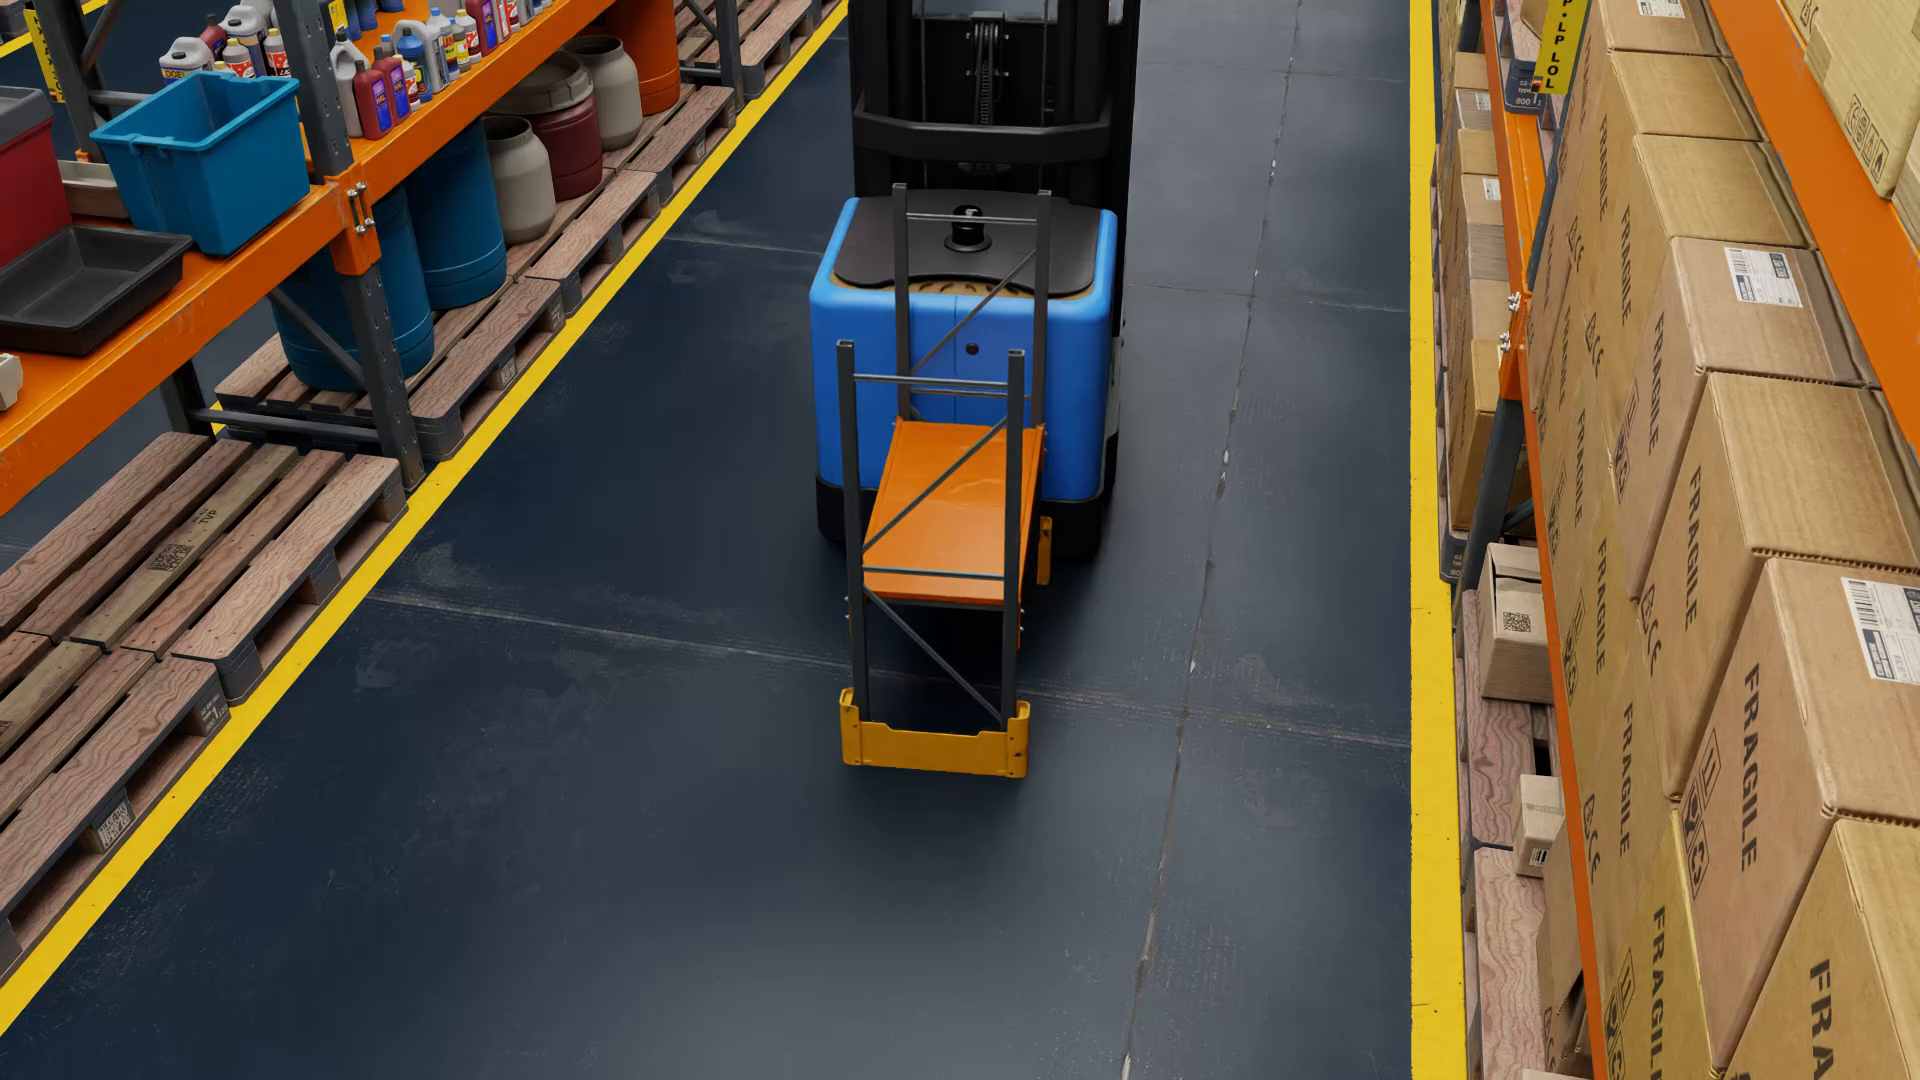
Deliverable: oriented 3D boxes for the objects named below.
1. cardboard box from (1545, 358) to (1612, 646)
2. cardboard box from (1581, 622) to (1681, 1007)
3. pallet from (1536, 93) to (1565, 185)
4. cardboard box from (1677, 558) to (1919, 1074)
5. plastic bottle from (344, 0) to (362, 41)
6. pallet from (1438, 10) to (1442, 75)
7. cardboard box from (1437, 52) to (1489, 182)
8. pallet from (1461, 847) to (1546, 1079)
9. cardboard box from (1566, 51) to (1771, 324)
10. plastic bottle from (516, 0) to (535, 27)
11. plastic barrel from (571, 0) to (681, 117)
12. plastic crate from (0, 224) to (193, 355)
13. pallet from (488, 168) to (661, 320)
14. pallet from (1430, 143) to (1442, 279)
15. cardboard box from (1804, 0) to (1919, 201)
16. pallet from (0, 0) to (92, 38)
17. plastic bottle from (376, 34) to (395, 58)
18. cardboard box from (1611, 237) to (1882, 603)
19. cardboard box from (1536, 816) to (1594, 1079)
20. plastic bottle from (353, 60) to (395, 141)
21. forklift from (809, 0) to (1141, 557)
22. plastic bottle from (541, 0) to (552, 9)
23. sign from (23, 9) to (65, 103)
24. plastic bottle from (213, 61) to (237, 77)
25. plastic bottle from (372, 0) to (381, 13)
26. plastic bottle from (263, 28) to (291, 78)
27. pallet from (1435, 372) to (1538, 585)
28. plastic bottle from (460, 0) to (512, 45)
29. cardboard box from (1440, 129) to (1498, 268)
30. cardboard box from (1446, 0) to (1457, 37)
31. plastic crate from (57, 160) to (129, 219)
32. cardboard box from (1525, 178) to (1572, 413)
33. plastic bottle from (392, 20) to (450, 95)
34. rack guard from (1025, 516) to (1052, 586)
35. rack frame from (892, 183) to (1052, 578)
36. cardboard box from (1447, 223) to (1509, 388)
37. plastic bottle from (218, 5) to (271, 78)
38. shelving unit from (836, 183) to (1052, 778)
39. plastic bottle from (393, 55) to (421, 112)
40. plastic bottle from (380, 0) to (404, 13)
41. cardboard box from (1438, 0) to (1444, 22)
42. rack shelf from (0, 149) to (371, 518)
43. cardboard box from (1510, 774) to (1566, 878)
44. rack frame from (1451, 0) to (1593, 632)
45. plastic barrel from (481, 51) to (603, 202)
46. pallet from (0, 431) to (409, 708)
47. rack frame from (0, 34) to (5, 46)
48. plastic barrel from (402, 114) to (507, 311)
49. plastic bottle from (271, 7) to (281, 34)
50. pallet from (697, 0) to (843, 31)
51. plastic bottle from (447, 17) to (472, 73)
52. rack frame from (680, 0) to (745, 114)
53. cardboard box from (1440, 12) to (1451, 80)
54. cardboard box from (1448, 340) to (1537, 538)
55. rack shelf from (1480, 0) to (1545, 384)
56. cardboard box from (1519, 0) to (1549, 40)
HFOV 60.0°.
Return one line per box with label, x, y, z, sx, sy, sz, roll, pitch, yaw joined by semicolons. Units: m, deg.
cardboard box;1.631;-0.071;3.707;0.500;0.500;0.500;7;37;10
cardboard box;1.416;0.509;2.906;0.500;0.500;0.500;8;37;10
pallet;2.499;-1.236;5.563;1.003;0.211;1.213;7;37;10
cardboard box;1.300;0.399;2.206;0.500;0.500;0.500;8;37;11
plastic bottle;-2.537;-2.200;6.839;0.097;0.271;0.097;0;36;0
pallet;3.552;-3.198;10.482;1.003;0.211;1.213;7;37;10
cardboard box;2.699;-2.103;8.351;0.500;0.500;0.500;9;37;12
pallet;1.815;1.355;4.201;1.003;0.211;1.213;7;37;10
cardboard box;1.736;-0.784;3.838;0.500;0.500;0.500;6;36;9
plastic bottle;-1.899;-2.323;7.005;0.152;0.276;0.135;7;37;10
plastic barrel;-1.850;-2.794;9.041;0.600;0.830;0.708;7;37;10
plastic crate;-2.594;-0.730;4.884;0.437;0.125;0.590;7;37;10
pallet;-2.153;-1.502;8.142;1.003;0.211;1.213;7;37;10
pallet;2.879;-1.610;8.292;1.003;0.211;1.213;7;37;10
cardboard box;1.431;-0.631;2.136;0.500;0.250;0.500;7;37;10
pallet;-6.433;-3.725;11.210;1.003;0.211;1.213;7;37;10
plastic bottle;-2.194;-1.844;6.408;0.097;0.201;0.097;0;36;0
cardboard box;1.516;-0.193;3.023;0.500;0.500;0.500;8;37;11
cardboard box;1.825;1.041;4.010;0.797;0.503;0.637;7;37;10
plastic bottle;-2.122;-1.602;6.003;0.061;0.283;0.133;7;37;10
forklift;0.153;-1.978;6.482;1.130;2.935;3.031;4;36;5
plastic bottle;-1.826;-2.440;7.171;0.097;0.271;0.097;0;36;0
sign;-3.154;-1.674;5.768;0.100;0.325;0.005;7;37;10
plastic bottle;-2.723;-1.673;6.172;0.097;0.201;0.097;0;36;0
plastic bottle;-2.585;-2.417;7.135;0.152;0.276;0.135;7;37;10
plastic bottle;-2.645;-1.883;6.461;0.097;0.201;0.097;0;36;0
pallet;2.358;-0.211;6.362;1.003;0.211;1.213;7;37;10
plastic bottle;-1.948;-2.190;6.822;0.152;0.276;0.135;7;37;10
cardboard box;2.481;-1.515;7.540;0.500;0.500;0.500;7;36;9
cardboard box;3.052;-3.076;9.446;0.500;0.311;0.500;7;36;9
plastic crate;-2.856;-1.161;5.469;0.396;0.136;0.243;7;37;10
cardboard box;1.846;-0.652;4.508;0.500;0.500;0.500;8;37;11
plastic bottle;-2.068;-1.869;6.379;0.152;0.276;0.135;7;37;10
rack guard;0.034;0.024;6.004;0.587;0.250;0.087;4;36;5
rack frame;0.036;-0.494;5.653;0.500;1.500;0.032;4;36;5
cardboard box;2.268;-0.924;6.724;0.500;0.500;0.500;8;37;11
plastic bottle;-2.771;-1.918;6.446;0.152;0.276;0.135;7;37;10
shelving unit;-0.022;-0.192;5.237;0.587;1.500;1.083;4;36;5
plastic bottle;-2.087;-1.713;6.227;0.097;0.201;0.097;0;36;0
plastic bottle;-2.459;-2.410;7.129;0.097;0.271;0.097;0;36;0
cardboard box;3.274;-3.430;10.412;0.500;0.250;0.500;8;37;11
rack shelf;-3.044;-0.054;4.382;1.077;0.370;4.000;7;37;10
cardboard box;1.745;0.811;4.615;0.380;0.166;0.250;7;37;10
rack frame;2.221;-0.869;4.893;1.000;3.000;0.127;7;37;10
plastic barrel;-2.092;-2.049;8.218;0.600;0.588;0.708;7;37;10
pallet;-2.736;0.063;5.983;1.003;0.211;1.213;7;37;10
rack frame;-6.601;-4.406;9.773;1.000;3.000;0.127;7;37;10
plastic barrel;-2.333;-1.528;7.233;0.600;0.901;0.708;7;37;10
plastic bottle;-2.599;-2.022;6.526;0.144;0.351;0.185;7;37;10
pallet;-1.296;-3.793;11.303;1.003;0.211;1.213;7;37;10
plastic bottle;-1.995;-1.958;6.565;0.097;0.201;0.097;0;36;0
rack frame;-1.763;-3.785;8.917;1.000;3.000;0.127;7;37;10
cardboard box;3.056;-2.847;9.608;0.500;0.250;0.500;7;37;9
cardboard box;2.047;-0.354;5.938;0.500;0.500;0.500;7;37;10
rack shelf;2.649;-1.724;6.686;1.077;0.370;4.000;7;37;10
cardboard box;2.538;-2.100;6.149;0.700;0.500;0.500;-1;36;-2
